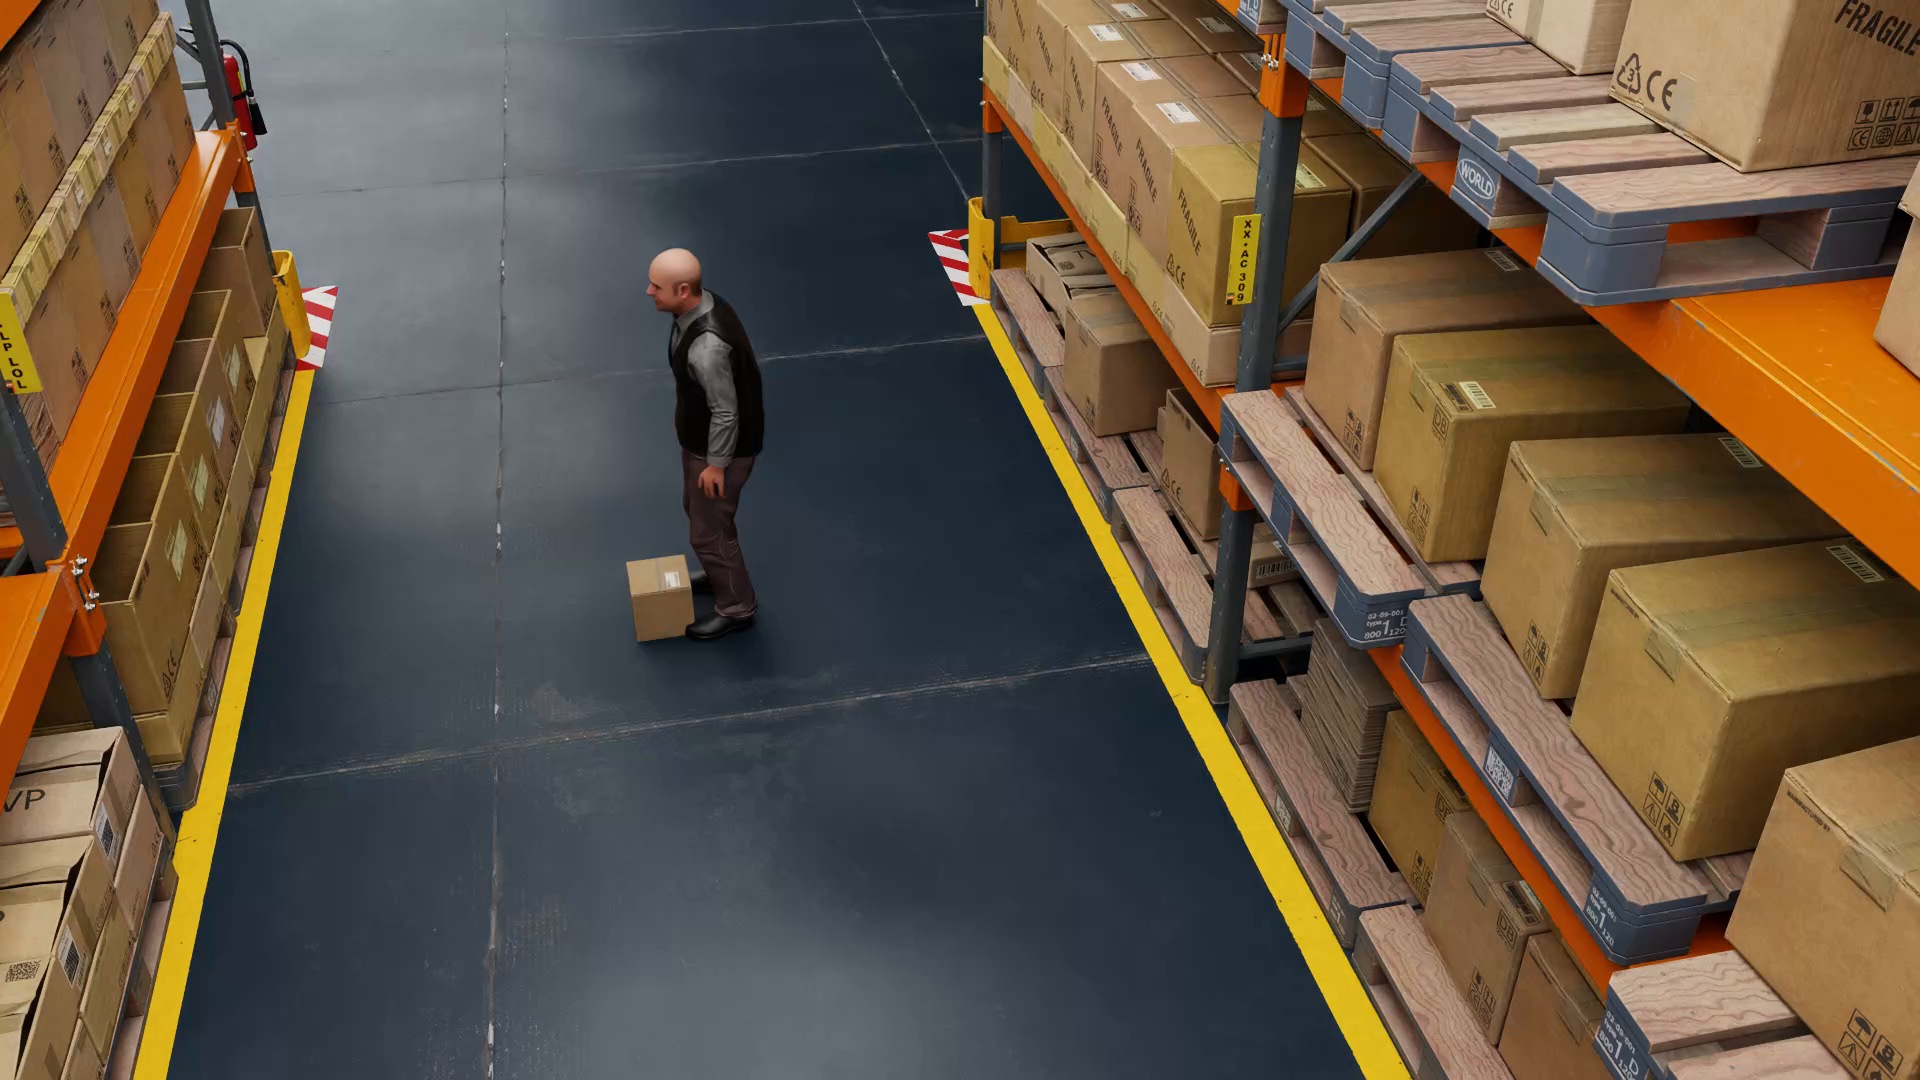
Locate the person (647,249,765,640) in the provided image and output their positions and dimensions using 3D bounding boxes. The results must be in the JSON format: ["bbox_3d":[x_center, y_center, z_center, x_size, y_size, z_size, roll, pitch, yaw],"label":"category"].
[{"bbox_3d":[-1.001,-0.397,6.750,0.423,1.720,0.588,-9,35,-13],"label":"person"}]
